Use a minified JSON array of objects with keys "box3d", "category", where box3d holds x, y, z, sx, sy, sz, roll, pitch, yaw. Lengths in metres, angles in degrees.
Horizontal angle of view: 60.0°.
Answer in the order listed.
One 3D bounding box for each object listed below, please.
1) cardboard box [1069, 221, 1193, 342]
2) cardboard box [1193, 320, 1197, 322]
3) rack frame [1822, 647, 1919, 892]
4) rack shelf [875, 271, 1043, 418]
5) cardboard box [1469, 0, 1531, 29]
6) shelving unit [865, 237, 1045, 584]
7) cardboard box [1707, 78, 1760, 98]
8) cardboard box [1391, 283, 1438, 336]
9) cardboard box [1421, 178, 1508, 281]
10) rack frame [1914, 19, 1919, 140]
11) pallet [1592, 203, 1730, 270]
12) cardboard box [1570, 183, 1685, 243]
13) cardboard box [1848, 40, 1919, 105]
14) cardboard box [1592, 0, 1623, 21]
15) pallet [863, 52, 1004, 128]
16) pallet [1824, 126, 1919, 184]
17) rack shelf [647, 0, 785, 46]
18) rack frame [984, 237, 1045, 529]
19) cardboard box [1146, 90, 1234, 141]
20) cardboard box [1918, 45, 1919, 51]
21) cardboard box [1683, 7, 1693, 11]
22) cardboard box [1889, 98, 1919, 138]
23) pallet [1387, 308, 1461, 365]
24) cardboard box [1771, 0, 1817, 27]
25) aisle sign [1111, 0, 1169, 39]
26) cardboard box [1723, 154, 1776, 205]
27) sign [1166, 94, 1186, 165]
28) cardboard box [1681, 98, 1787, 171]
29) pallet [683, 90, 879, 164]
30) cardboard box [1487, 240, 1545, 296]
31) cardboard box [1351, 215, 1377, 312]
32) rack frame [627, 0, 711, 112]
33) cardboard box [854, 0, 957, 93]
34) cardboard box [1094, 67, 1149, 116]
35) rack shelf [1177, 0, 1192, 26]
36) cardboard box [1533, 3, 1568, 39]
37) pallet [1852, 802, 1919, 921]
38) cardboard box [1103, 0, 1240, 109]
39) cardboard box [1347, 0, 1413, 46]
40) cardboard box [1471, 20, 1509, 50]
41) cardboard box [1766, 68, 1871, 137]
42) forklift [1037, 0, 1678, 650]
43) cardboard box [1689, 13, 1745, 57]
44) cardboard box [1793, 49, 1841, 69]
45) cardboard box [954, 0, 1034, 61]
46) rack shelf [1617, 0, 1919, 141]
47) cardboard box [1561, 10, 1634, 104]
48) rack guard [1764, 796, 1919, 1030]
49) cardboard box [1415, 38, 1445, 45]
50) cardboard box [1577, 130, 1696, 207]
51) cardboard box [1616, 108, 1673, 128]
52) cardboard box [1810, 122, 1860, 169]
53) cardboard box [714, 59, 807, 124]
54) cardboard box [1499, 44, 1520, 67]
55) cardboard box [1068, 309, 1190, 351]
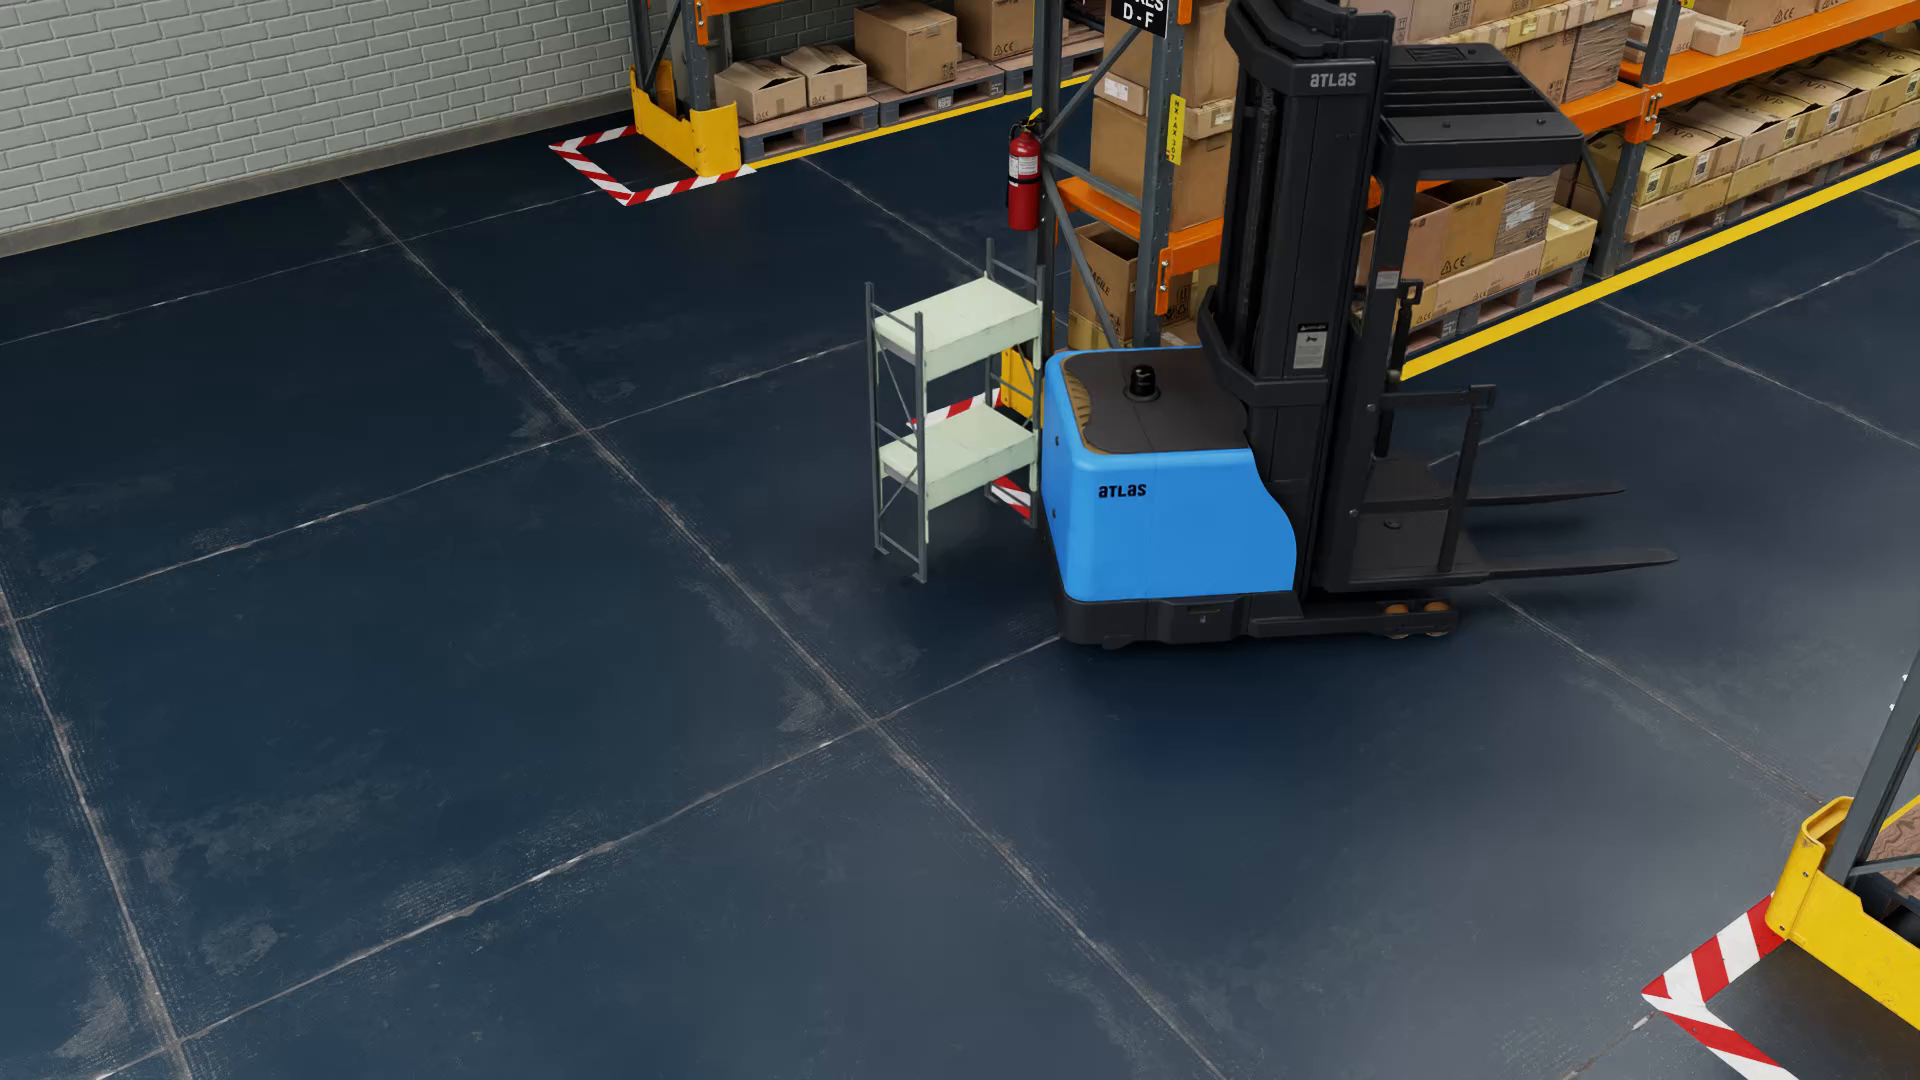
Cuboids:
[{"box3d":[0.976,-1.512,9.449,0.500,0.500,0.500,-22,41,-28],"category":"cardboard box"},{"box3d":[1.682,-1.129,9.559,0.500,0.250,0.500,-22,41,-28],"category":"cardboard box"},{"box3d":[3.559,0.535,5.251,0.127,3.000,1.000,-22,41,-28],"category":"rack frame"},{"box3d":[-0.018,-0.939,7.916,0.720,0.370,0.431,-26,43,-31],"category":"rack shelf"},{"box3d":[2.797,-3.252,9.320,0.500,0.500,0.700,-22,41,-28],"category":"cardboard box"},{"box3d":[-0.018,-0.622,8.144,0.755,1.500,0.431,-26,43,-31],"category":"shelving unit"},{"box3d":[5.388,-3.243,12.018,0.500,0.311,0.500,-23,42,-28],"category":"cardboard box"},{"box3d":[2.502,-1.463,10.023,0.500,0.250,0.500,-22,41,-28],"category":"cardboard box"},{"box3d":[2.903,-1.942,10.047,0.500,0.500,0.500,-22,41,-28],"category":"cardboard box"},{"box3d":[7.248,-4.521,12.281,0.127,3.000,1.000,-22,41,-28],"category":"rack frame"},{"box3d":[4.558,-2.310,11.595,1.213,0.211,1.003,-22,41,-28],"category":"pallet"},{"box3d":[4.451,-2.248,11.115,0.500,0.250,0.500,-23,42,-29],"category":"cardboard box"},{"box3d":[6.962,-3.510,12.389,0.500,0.311,0.500,-21,41,-27],"category":"cardboard box"},{"box3d":[3.676,-3.204,9.808,0.250,0.149,0.380,-23,42,-29],"category":"cardboard box"},{"box3d":[-0.405,-3.751,13.599,1.213,0.211,1.003,-22,41,-28],"category":"pallet"},{"box3d":[6.553,-3.131,12.736,1.213,0.211,1.003,-22,41,-28],"category":"pallet"},{"box3d":[-0.513,-4.574,12.970,4.000,0.370,1.077,-22,41,-28],"category":"rack shelf"},{"box3d":[0.264,-0.759,8.334,0.023,1.500,0.400,-26,43,-31],"category":"rack frame"},{"box3d":[1.154,-2.164,8.362,0.250,0.149,0.380,-23,41,-28],"category":"cardboard box"},{"box3d":[7.785,-3.702,12.906,0.500,0.500,0.500,-21,41,-26],"category":"cardboard box"},{"box3d":[4.591,-3.505,10.983,0.258,0.266,0.396,-23,42,-29],"category":"cardboard box"},{"box3d":[6.958,-3.282,12.553,0.500,0.250,0.500,-21,41,-27],"category":"cardboard box"},{"box3d":[2.306,-1.384,10.306,1.213,0.211,1.003,-22,41,-28],"category":"pallet"},{"box3d":[5.455,-3.813,11.210,0.500,0.500,0.500,-22,41,-28],"category":"cardboard box"},{"box3d":[0.831,-2.718,7.547,0.004,0.787,0.394,-22,41,-28],"category":"aisle sign"},{"box3d":[5.291,-2.594,11.597,0.500,0.250,0.500,-24,42,-29],"category":"cardboard box"},{"box3d":[1.024,-1.947,7.893,0.005,0.325,0.100,-22,41,-28],"category":"sign"},{"box3d":[5.294,-2.819,11.428,0.500,0.311,0.500,-24,42,-29],"category":"cardboard box"},{"box3d":[-1.401,-3.343,13.031,1.213,0.211,1.003,-22,41,-28],"category":"pallet"},{"box3d":[3.311,-1.806,10.501,0.500,0.250,0.500,-22,41,-28],"category":"cardboard box"},{"box3d":[2.084,-1.607,9.582,0.500,0.500,0.500,-22,41,-28],"category":"cardboard box"},{"box3d":[-2.148,-4.194,11.825,0.127,3.000,1.000,-22,41,-28],"category":"rack frame"},{"box3d":[-0.436,-3.962,13.267,0.500,0.500,0.700,-25,43,-31],"category":"cardboard box"},{"box3d":[0.911,-2.354,8.626,0.250,0.149,0.380,-23,42,-29],"category":"cardboard box"},{"box3d":[2.344,-3.429,8.809,4.000,0.370,1.077,-22,41,-28],"category":"rack shelf"},{"box3d":[3.249,-3.026,9.560,0.250,0.149,0.380,-22,41,-28],"category":"cardboard box"},{"box3d":[4.261,1.348,6.508,1.213,0.211,1.003,-22,41,-28],"category":"pallet"},{"box3d":[1.141,-2.567,8.366,0.500,0.500,0.700,-22,41,-28],"category":"cardboard box"},{"box3d":[1.979,-2.916,8.852,0.500,0.500,0.700,-22,41,-28],"category":"cardboard box"},{"box3d":[2.841,-2.860,9.330,0.250,0.149,0.380,-21,41,-27],"category":"cardboard box"},{"box3d":[6.126,-3.163,11.908,0.500,0.311,0.500,-23,41,-28],"category":"cardboard box"},{"box3d":[1.943,-1.026,7.480,3.031,2.935,1.130,-3,36,-4],"category":"forklift"},{"box3d":[4.820,-3.274,10.762,0.250,0.149,0.380,-22,41,-28],"category":"cardboard box"},{"box3d":[6.226,-3.587,12.496,0.500,0.311,0.500,-23,42,-29],"category":"cardboard box"},{"box3d":[0.296,-4.335,13.785,0.500,0.500,0.500,-26,43,-31],"category":"cardboard box"},{"box3d":[5.613,-3.557,11.556,4.000,0.370,1.077,-22,41,-28],"category":"rack shelf"},{"box3d":[3.619,-3.064,10.169,0.500,0.500,0.700,-24,42,-29],"category":"cardboard box"},{"box3d":[3.594,1.502,6.047,0.348,0.500,1.175,-22,41,-28],"category":"rack guard"},{"box3d":[2.410,-2.680,9.080,0.250,0.149,0.380,-22,41,-27],"category":"cardboard box"},{"box3d":[4.460,-2.478,10.955,0.500,0.311,0.500,-22,41,-28],"category":"cardboard box"},{"box3d":[4.566,-2.909,11.554,0.500,0.311,0.500,-21,41,-27],"category":"cardboard box"},{"box3d":[6.126,-2.939,12.077,0.500,0.250,0.500,-21,41,-27],"category":"cardboard box"},{"box3d":[-1.531,-3.470,12.746,0.500,0.311,0.500,-28,44,-33],"category":"cardboard box"},{"box3d":[2.780,-2.717,9.686,0.500,0.500,0.700,-22,41,-27],"category":"cardboard box"},{"box3d":[0.977,-1.206,9.667,0.500,0.250,0.500,-22,41,-28],"category":"cardboard box"}]
